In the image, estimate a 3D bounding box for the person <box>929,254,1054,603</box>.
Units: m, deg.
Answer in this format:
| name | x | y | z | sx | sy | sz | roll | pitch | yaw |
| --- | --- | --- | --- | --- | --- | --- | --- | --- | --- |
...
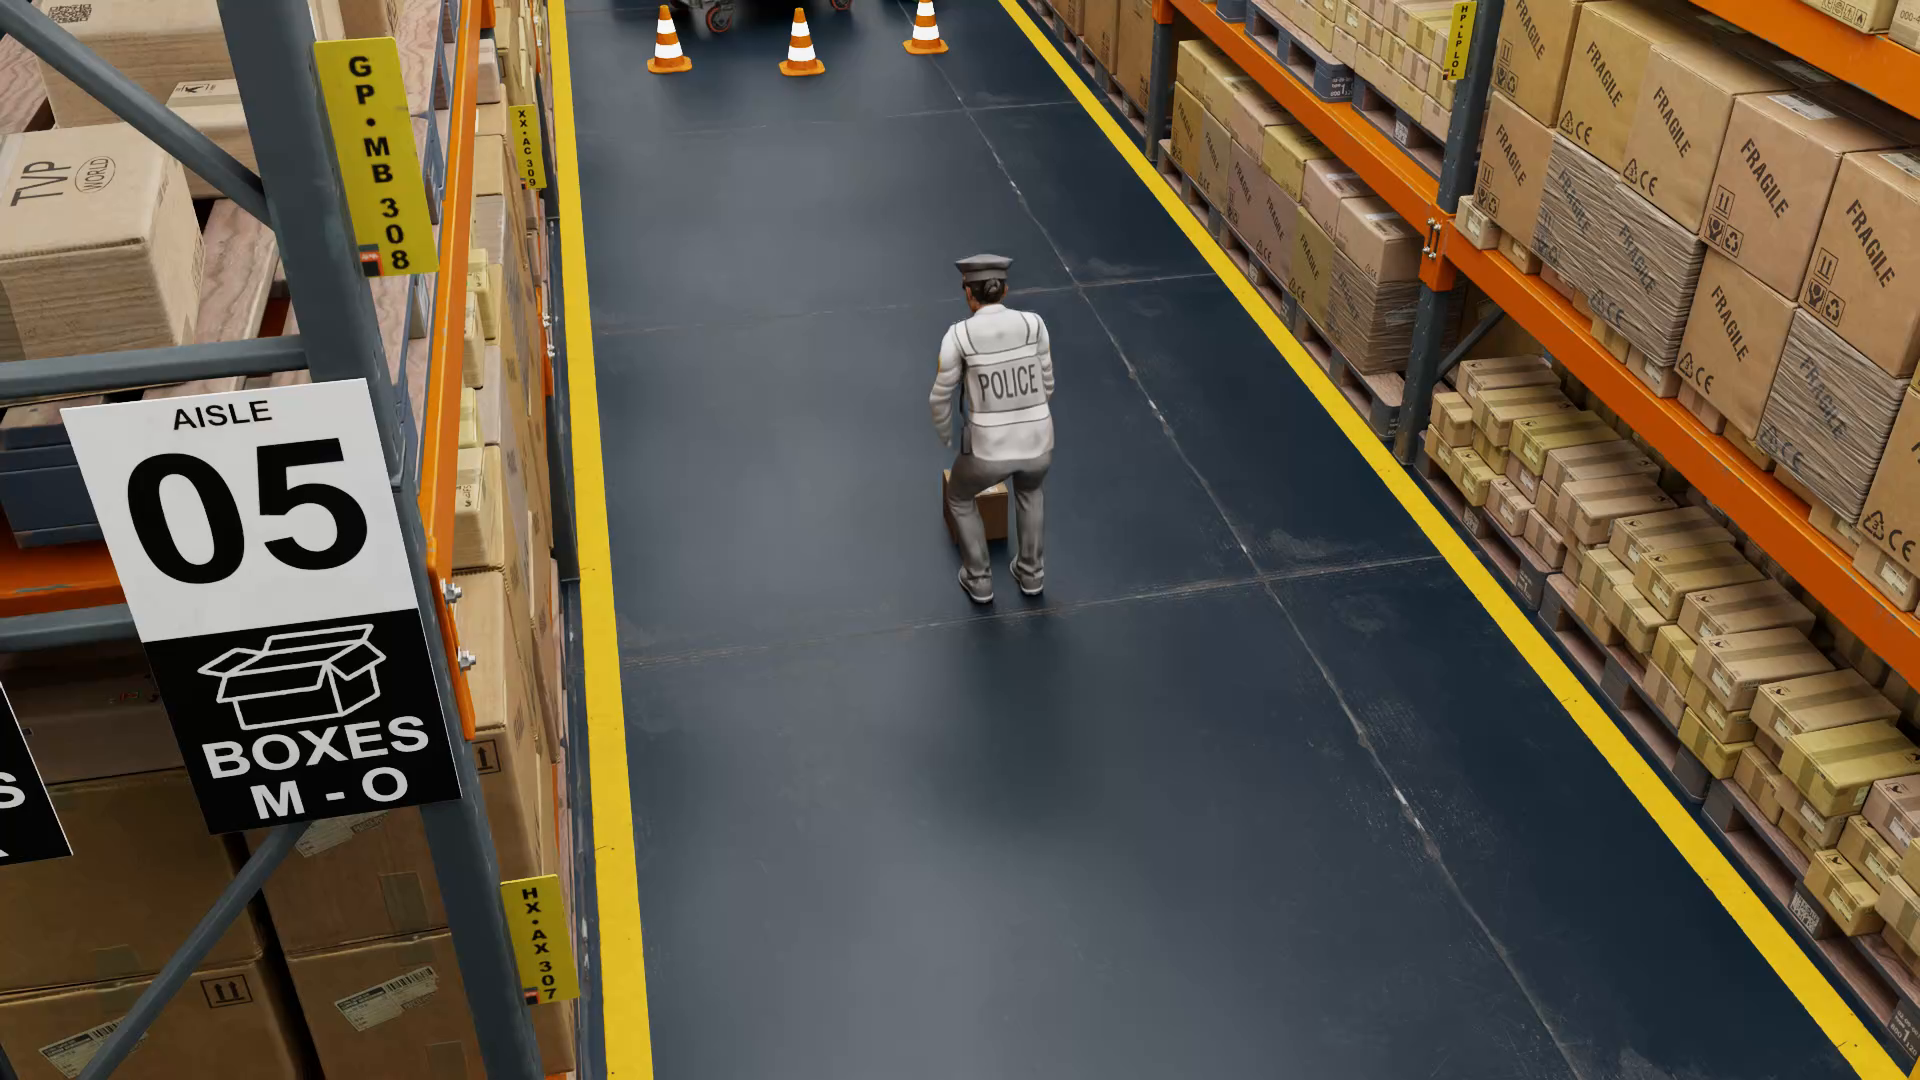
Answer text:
| name | x | y | z | sx | sy | sz | roll | pitch | yaw |
| --- | --- | --- | --- | --- | --- | --- | --- | --- | --- |
| person | 0.137 | -0.442 | 6.939 | 0.529 | 1.501 | 0.613 | -7 | 35 | -10 |
